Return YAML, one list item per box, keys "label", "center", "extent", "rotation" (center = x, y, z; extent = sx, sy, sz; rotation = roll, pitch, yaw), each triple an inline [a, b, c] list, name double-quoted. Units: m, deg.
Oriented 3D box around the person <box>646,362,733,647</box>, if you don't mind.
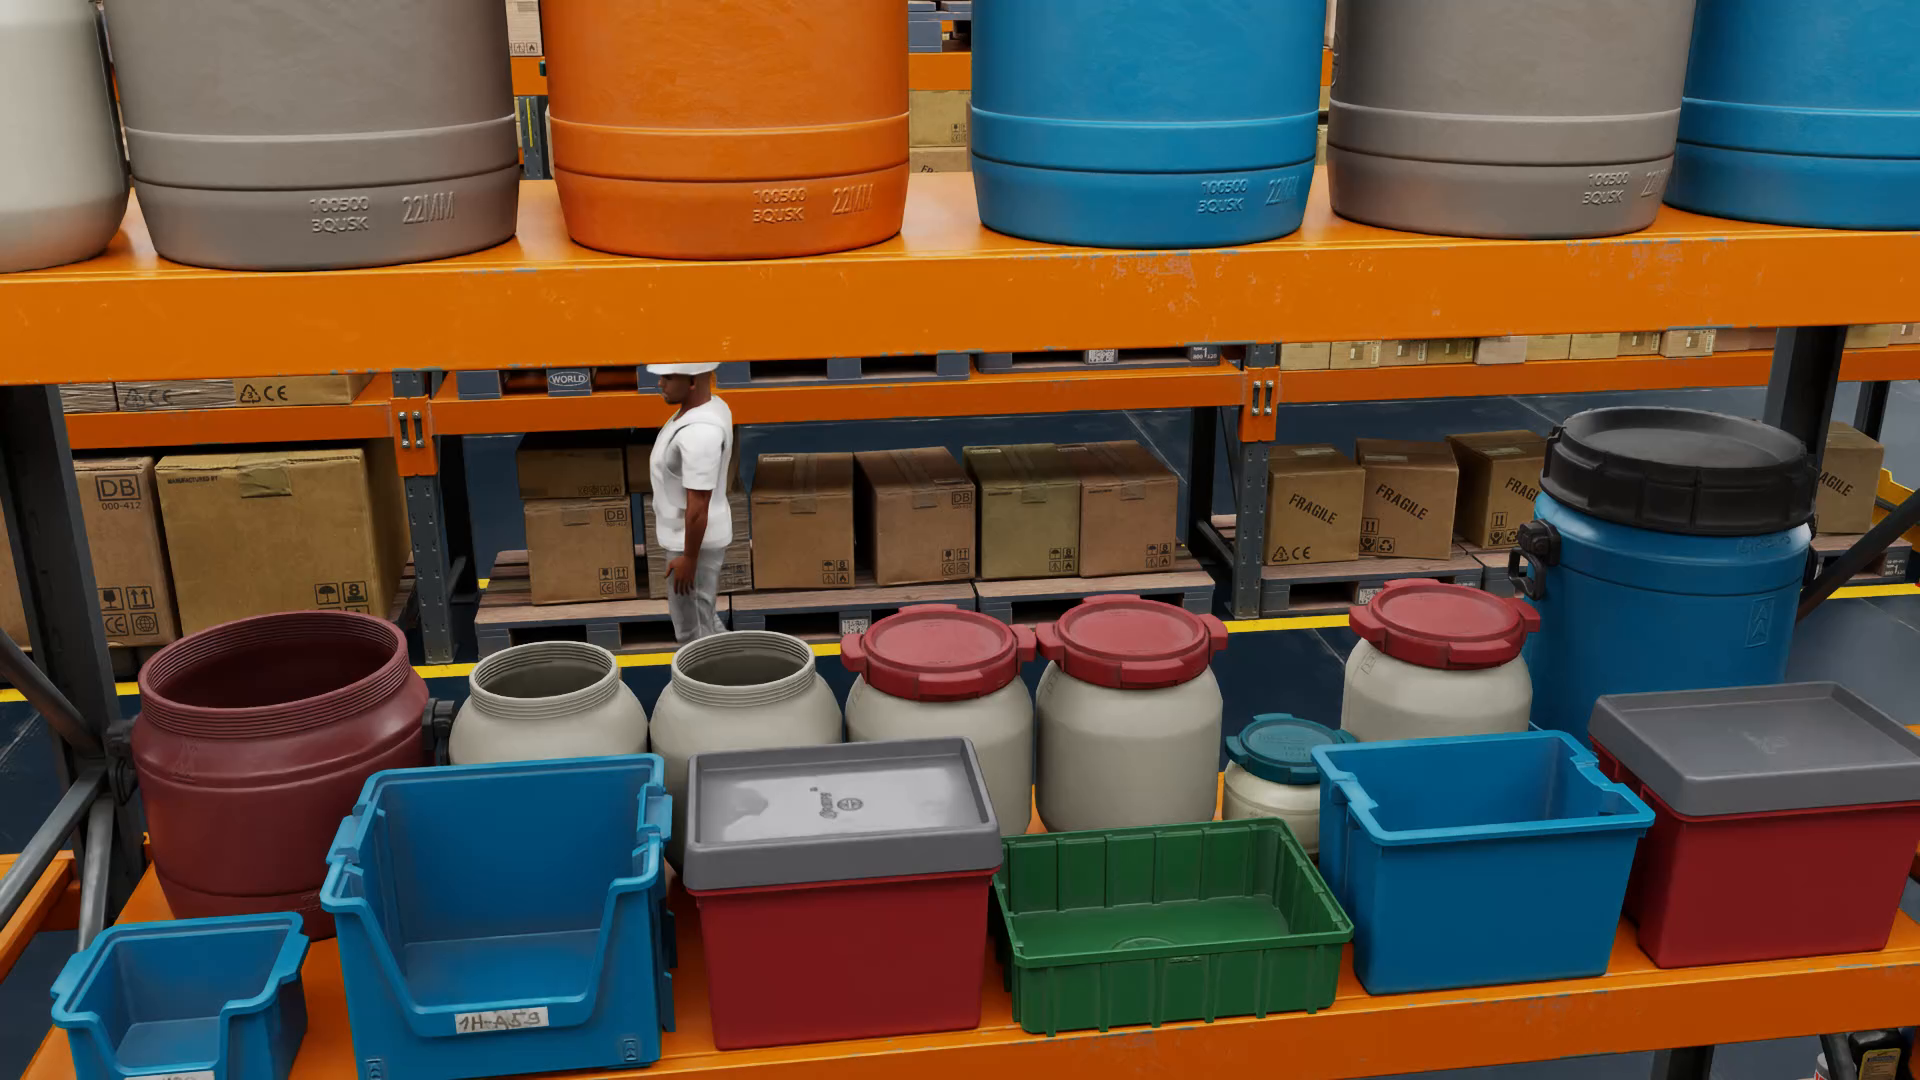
- label: "person"
  center: [-1.122, 0.003, 7.050]
  extent: [0.358, 1.774, 0.564]
  rotation: [-2, 20, -6]
